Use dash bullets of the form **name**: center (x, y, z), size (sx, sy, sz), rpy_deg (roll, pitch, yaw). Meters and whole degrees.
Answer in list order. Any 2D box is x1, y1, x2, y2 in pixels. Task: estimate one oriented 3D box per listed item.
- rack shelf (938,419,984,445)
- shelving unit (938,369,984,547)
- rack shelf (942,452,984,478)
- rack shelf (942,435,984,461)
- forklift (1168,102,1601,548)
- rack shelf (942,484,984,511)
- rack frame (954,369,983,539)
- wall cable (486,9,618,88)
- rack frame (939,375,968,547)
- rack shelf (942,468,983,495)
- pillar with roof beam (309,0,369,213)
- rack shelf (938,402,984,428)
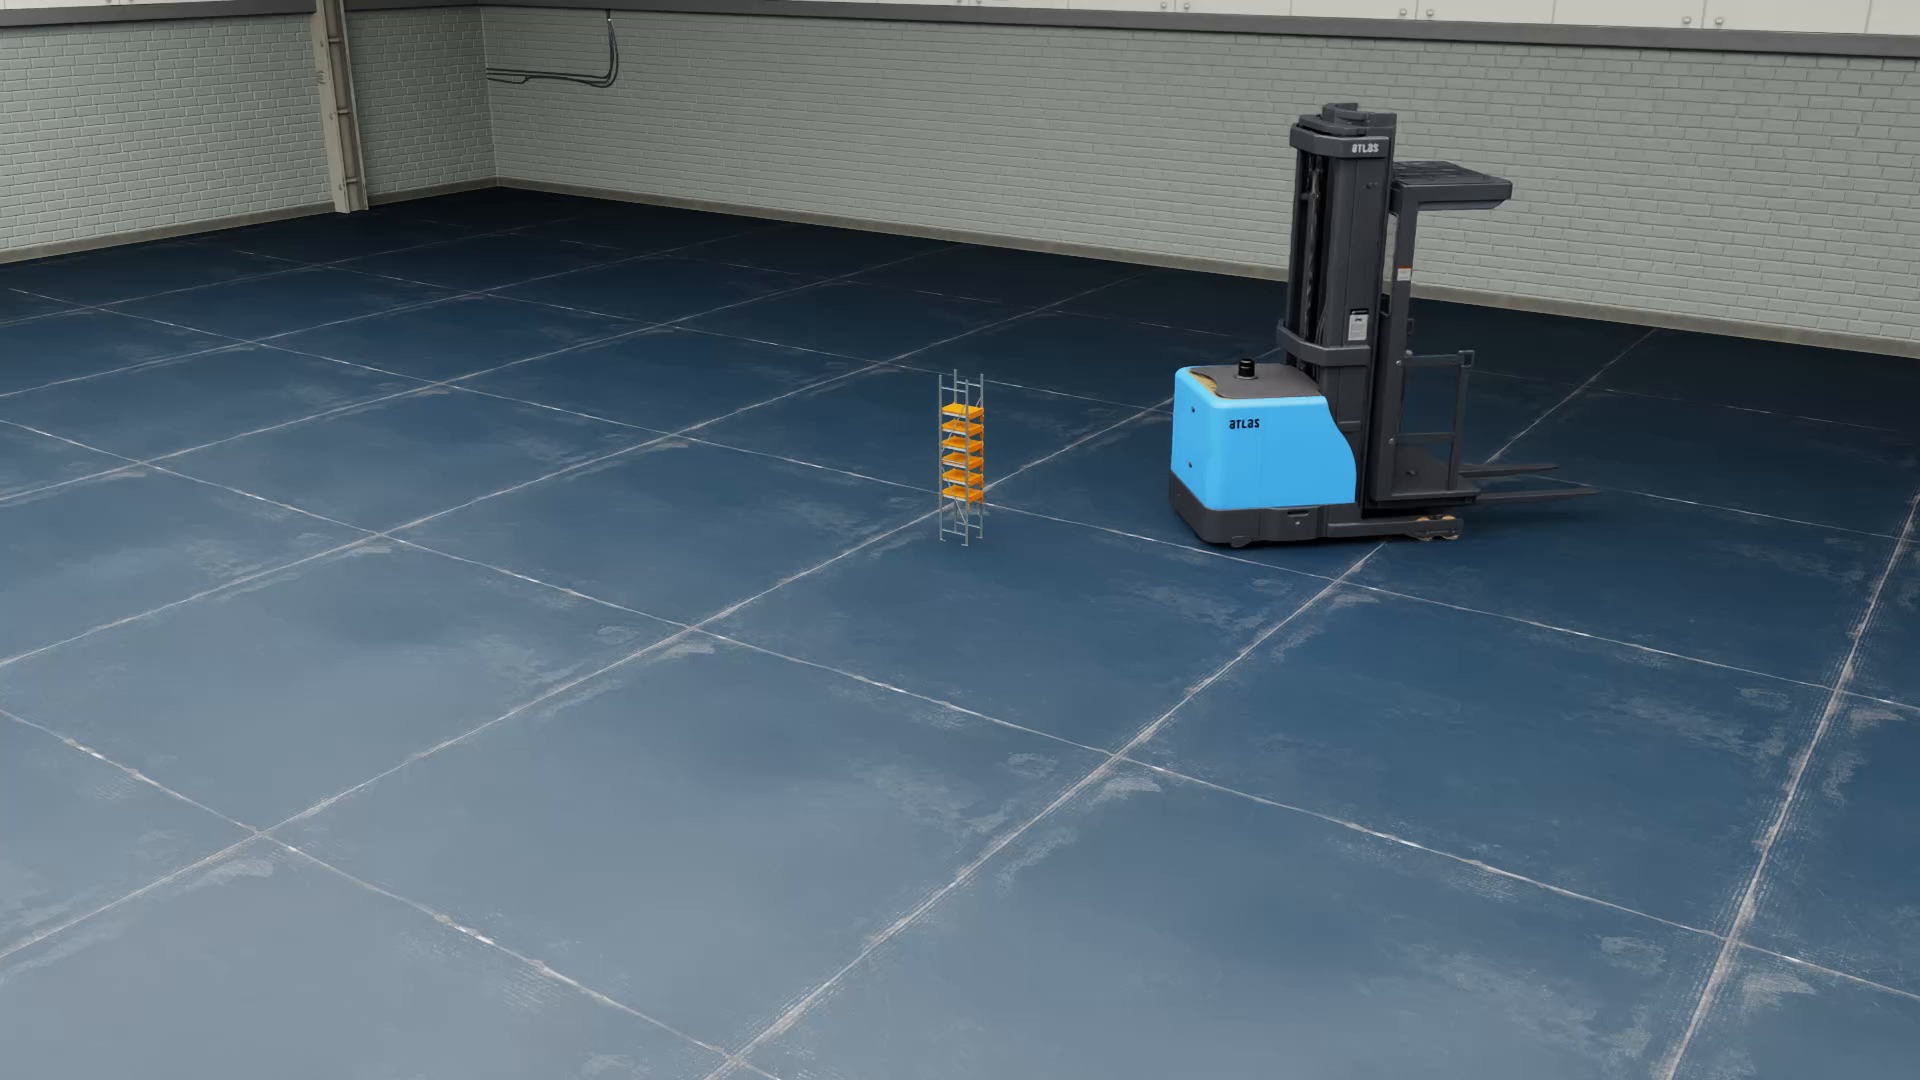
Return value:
- **rack shelf**: center (0.008, -0.750, 11.500), size (0.258, 0.103, 0.180), rpy_deg (13, 24, 32)
- **shelving unit**: center (0.008, -0.567, 11.568), size (0.258, 1.200, 0.189), rpy_deg (13, 24, 32)
- **rack shelf**: center (0.008, -0.525, 11.583), size (0.258, 0.103, 0.180), rpy_deg (13, 24, 32)
- **rack shelf**: center (0.008, -0.638, 11.542), size (0.258, 0.103, 0.180), rpy_deg (13, 24, 32)
- **forklift**: center (3.109, -1.543, 11.713), size (3.031, 2.935, 1.130), rpy_deg (-3, 21, -9)
- **rack shelf**: center (0.008, -0.300, 11.667), size (0.258, 0.103, 0.180), rpy_deg (13, 24, 32)
- **rack frame**: center (0.060, -0.593, 11.639), size (0.240, 1.200, 0.006), rpy_deg (13, 24, 32)
- **wall cable**: center (-6.523, -8.376, 25.913), size (3.097, 2.526, 0.112), rpy_deg (13, 24, 32)
- **rack frame**: center (-0.043, -0.541, 11.497), size (0.240, 1.200, 0.006), rpy_deg (13, 24, 32)
- **rack shelf**: center (0.008, -0.413, 11.625), size (0.258, 0.103, 0.180), rpy_deg (13, 24, 32)
- **pillar with roof beam**: center (-5.713, -8.405, 21.517), size (9.100, 9.000, 0.400), rpy_deg (13, 24, 32)
- **rack shelf**: center (0.008, -0.863, 11.459), size (0.258, 0.103, 0.180), rpy_deg (13, 24, 32)
